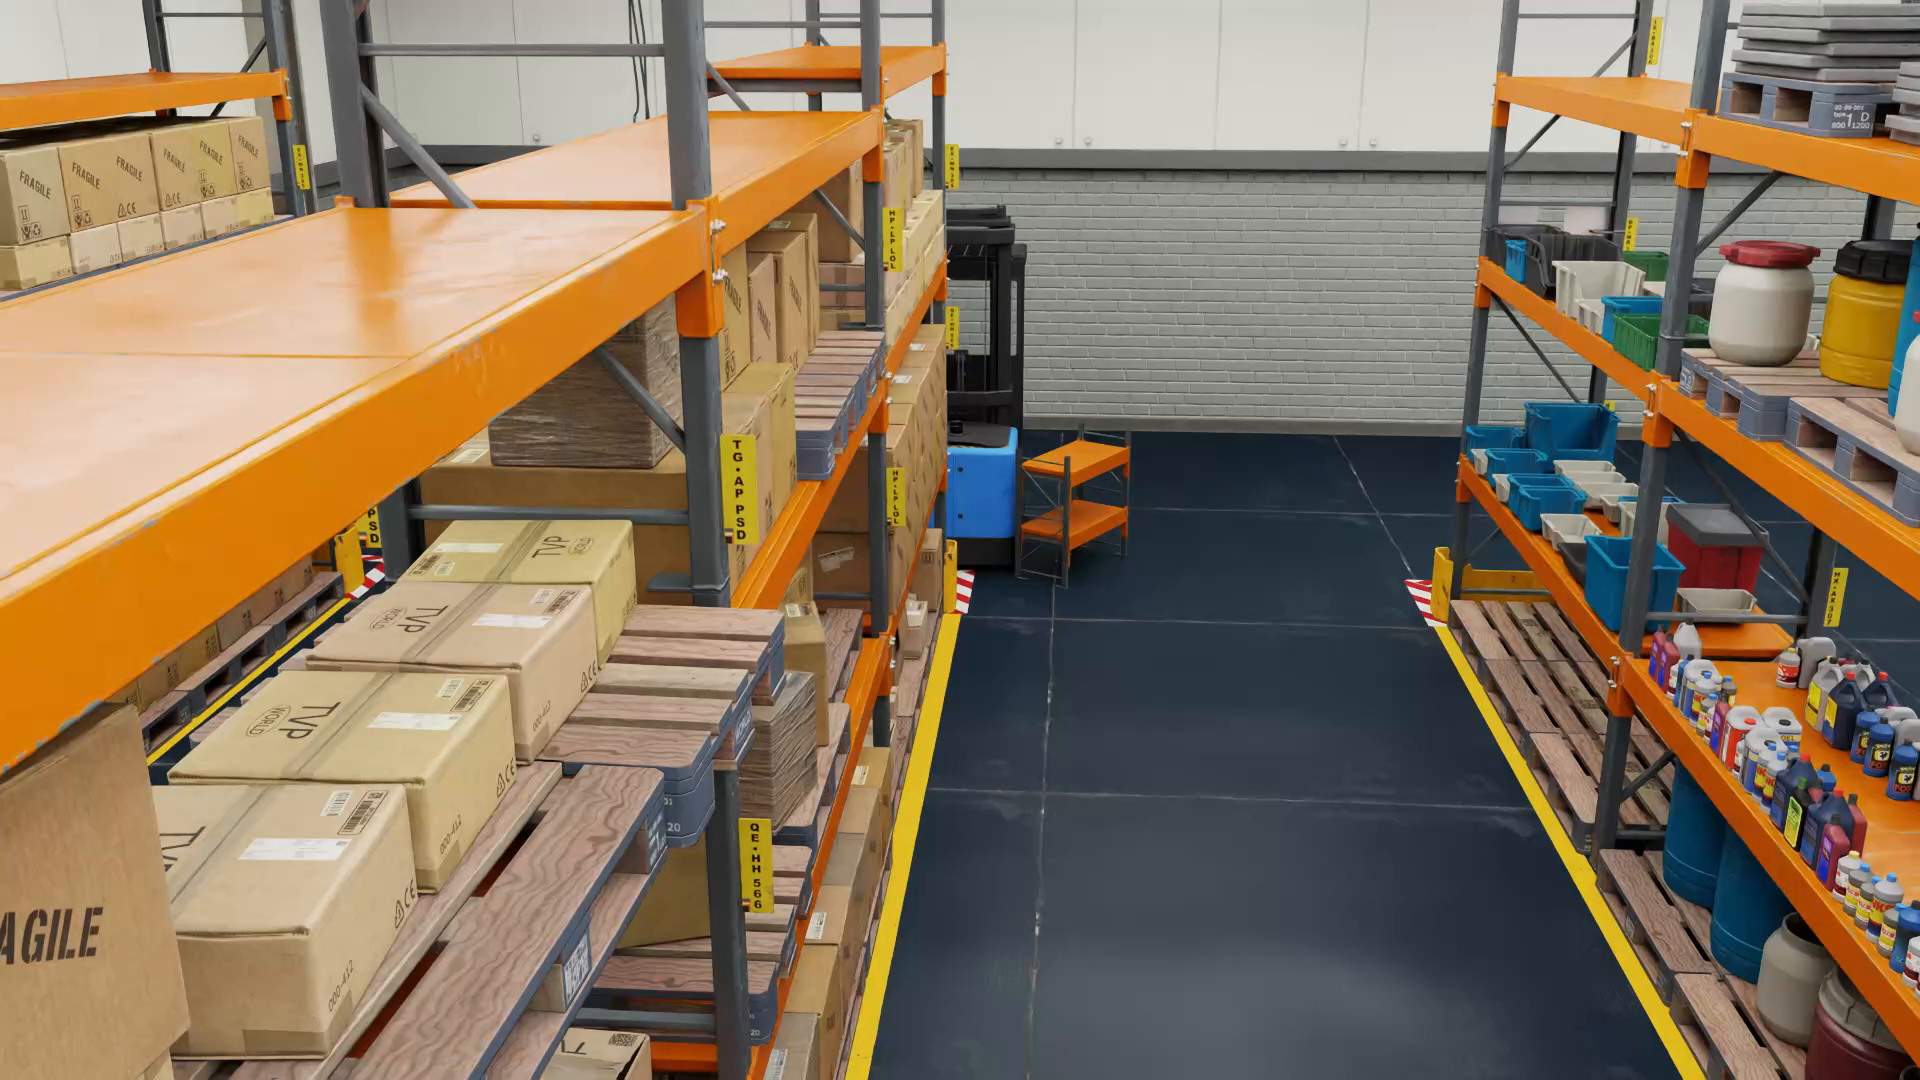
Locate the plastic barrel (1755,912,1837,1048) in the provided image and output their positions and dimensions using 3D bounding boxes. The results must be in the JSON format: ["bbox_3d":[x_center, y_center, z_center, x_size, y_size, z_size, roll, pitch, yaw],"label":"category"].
[{"bbox_3d":[3.806,1.965,7.430,0.421,0.512,0.421,0,18,0],"label":"plastic barrel"}]

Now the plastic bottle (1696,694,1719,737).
[{"bbox_3d":[3.561,0.829,7.894,0.097,0.201,0.097,0,18,0],"label":"plastic bottle"}]

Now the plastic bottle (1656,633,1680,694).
[{"bbox_3d":[3.581,0.622,8.396,0.061,0.283,0.133,1,18,4],"label":"plastic bottle"}]

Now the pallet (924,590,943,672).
[{"bbox_3d":[-0.673,0.663,12.562,1.003,0.211,1.213,1,18,4],"label":"pallet"}]

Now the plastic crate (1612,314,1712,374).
[{"bbox_3d":[3.771,-1.043,8.811,0.450,0.188,0.662,1,18,4],"label":"plastic crate"}]

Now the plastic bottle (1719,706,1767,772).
[{"bbox_3d":[3.563,0.902,7.552,0.152,0.276,0.135,1,18,4],"label":"plastic bottle"}]

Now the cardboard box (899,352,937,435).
[{"bbox_3d":[-0.437,-0.994,11.373,0.500,0.500,0.500,2,18,5],"label":"cardboard box"}]

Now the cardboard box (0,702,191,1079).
[{"bbox_3d":[-1.370,0.515,2.079,0.500,0.500,0.500,3,18,9],"label":"cardboard box"}]

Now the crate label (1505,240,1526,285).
[{"bbox_3d":[3.941,-1.897,11.318,0.408,0.251,0.502,1,18,4],"label":"crate label"}]

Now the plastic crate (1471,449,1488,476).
[{"bbox_3d":[3.878,-0.558,12.136,0.250,0.136,0.298,1,18,4],"label":"plastic crate"}]

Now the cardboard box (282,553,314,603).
[{"bbox_3d":[-5.503,0.165,12.943,0.700,0.500,0.500,1,18,4],"label":"cardboard box"}]

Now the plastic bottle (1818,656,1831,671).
[{"bbox_3d":[4.356,0.681,8.347,0.097,0.201,0.097,0,18,0],"label":"plastic bottle"}]

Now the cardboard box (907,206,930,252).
[{"bbox_3d":[-0.469,-2.050,10.982,0.500,0.250,0.500,1,18,4],"label":"cardboard box"}]

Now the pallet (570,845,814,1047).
[{"bbox_3d":[-1.206,1.430,6.050,1.213,0.211,1.003,1,18,4],"label":"pallet"}]

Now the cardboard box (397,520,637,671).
[{"bbox_3d":[-1.161,0.139,4.430,0.500,0.250,0.500,0,18,0],"label":"cardboard box"}]

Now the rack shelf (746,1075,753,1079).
[{"bbox_3d":[-1.328,2.514,3.589,1.077,0.370,4.000,1,18,4],"label":"rack shelf"}]

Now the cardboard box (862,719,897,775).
[{"bbox_3d":[-0.652,1.252,9.897,0.500,0.311,0.500,1,18,4],"label":"cardboard box"}]

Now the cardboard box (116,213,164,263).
[{"bbox_3d":[-5.446,-1.928,10.579,0.500,0.250,0.500,1,18,2],"label":"cardboard box"}]

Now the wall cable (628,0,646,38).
[{"bbox_3d":[-2.092,-6.507,17.204,3.097,2.526,0.112,1,18,4],"label":"wall cable"}]

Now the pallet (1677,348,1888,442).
[{"bbox_3d":[4.084,-0.670,7.636,1.213,0.211,1.003,1,18,4],"label":"pallet"}]

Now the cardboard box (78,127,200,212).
[{"bbox_3d":[-5.408,-2.450,10.967,0.500,0.500,0.500,0,18,1],"label":"cardboard box"}]

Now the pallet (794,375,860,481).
[{"bbox_3d":[-1.086,-0.504,7.130,1.213,0.211,1.003,1,18,4],"label":"pallet"}]

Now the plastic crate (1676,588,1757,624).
[{"bbox_3d":[4.218,0.376,9.286,0.396,0.136,0.243,1,18,4],"label":"plastic crate"}]

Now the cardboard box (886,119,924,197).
[{"bbox_3d":[-0.632,-2.722,11.829,0.700,0.500,0.500,1,18,4],"label":"cardboard box"}]

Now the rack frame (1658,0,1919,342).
[{"bbox_3d":[4.043,-2.431,7.889,1.000,3.000,0.127,1,18,4],"label":"rack frame"}]

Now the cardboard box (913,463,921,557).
[{"bbox_3d":[-0.518,-0.206,10.572,0.500,0.500,0.500,1,18,4],"label":"cardboard box"}]

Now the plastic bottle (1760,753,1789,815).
[{"bbox_3d":[3.504,1.042,7.132,0.097,0.271,0.097,0,18,0],"label":"plastic bottle"}]

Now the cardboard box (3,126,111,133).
[{"bbox_3d":[-5.926,-2.459,10.994,0.500,0.500,0.500,1,18,4],"label":"cardboard box"}]

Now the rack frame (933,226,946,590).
[{"bbox_3d":[-0.611,-0.934,12.955,1.000,3.000,0.127,1,18,4],"label":"rack frame"}]

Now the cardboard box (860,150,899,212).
[{"bbox_3d":[-0.724,-1.943,9.453,0.700,0.500,0.500,1,18,4],"label":"cardboard box"}]

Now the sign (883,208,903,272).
[{"bbox_3d":[-0.344,-1.538,8.521,0.100,0.325,0.005,1,18,4],"label":"sign"}]

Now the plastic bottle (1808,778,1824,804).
[{"bbox_3d":[3.525,1.130,6.843,0.061,0.283,0.133,1,18,4],"label":"plastic bottle"}]

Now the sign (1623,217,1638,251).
[{"bbox_3d":[4.879,-2.190,12.141,0.100,0.325,0.005,1,18,4],"label":"sign"}]

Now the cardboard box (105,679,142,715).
[{"bbox_3d":[-5.683,0.958,10.524,0.700,0.500,0.500,2,18,5],"label":"cardboard box"}]

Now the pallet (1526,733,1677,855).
[{"bbox_3d":[4.057,1.516,9.957,1.003,0.211,1.213,1,18,4],"label":"pallet"}]

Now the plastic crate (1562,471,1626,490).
[{"bbox_3d":[4.416,-0.378,11.587,0.396,0.136,0.243,1,18,4],"label":"plastic crate"}]

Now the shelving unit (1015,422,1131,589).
[{"bbox_3d":[0.959,-0.310,14.061,0.538,1.125,1.048,12,22,32],"label":"shelving unit"}]

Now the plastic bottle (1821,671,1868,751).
[{"bbox_3d":[4.146,0.791,7.772,0.144,0.351,0.185,1,18,4],"label":"plastic bottle"}]

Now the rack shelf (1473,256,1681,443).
[{"bbox_3d":[4.186,-1.284,10.364,1.077,0.370,4.000,1,18,4],"label":"rack shelf"}]

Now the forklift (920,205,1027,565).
[{"bbox_3d":[0.040,-1.589,15.064,1.130,2.935,3.031,1,18,3],"label":"forklift"}]

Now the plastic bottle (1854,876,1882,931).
[{"bbox_3d":[3.437,1.364,6.263,0.097,0.201,0.097,0,18,0],"label":"plastic bottle"}]

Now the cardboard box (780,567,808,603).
[{"bbox_3d":[-1.141,0.419,7.993,0.700,0.500,0.500,4,19,13],"label":"cardboard box"}]

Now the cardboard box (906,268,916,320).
[{"bbox_3d":[-0.539,-1.502,10.112,0.500,0.250,0.500,1,18,4],"label":"cardboard box"}]

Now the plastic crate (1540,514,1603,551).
[{"bbox_3d":[3.868,-0.030,10.526,0.293,0.136,0.466,1,18,4],"label":"plastic crate"}]

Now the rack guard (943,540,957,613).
[{"bbox_3d":[-0.617,0.278,13.273,1.175,0.500,0.348,1,18,4],"label":"rack guard"}]

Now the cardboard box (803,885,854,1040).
[{"bbox_3d":[-0.762,1.914,7.572,0.500,0.500,0.500,1,18,2],"label":"cardboard box"}]

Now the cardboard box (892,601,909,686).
[{"bbox_3d":[-0.768,0.702,11.265,0.797,0.503,0.637,1,18,4],"label":"cardboard box"}]

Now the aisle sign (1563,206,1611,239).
[{"bbox_3d":[4.627,-2.073,12.258,0.394,0.787,0.004,1,18,4],"label":"aisle sign"}]

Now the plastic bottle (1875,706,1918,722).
[{"bbox_3d":[4.274,0.879,7.622,0.152,0.276,0.135,1,18,4],"label":"plastic bottle"}]

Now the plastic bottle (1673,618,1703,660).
[{"bbox_3d":[3.691,0.558,8.481,0.144,0.351,0.185,1,18,4],"label":"plastic bottle"}]

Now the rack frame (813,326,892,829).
[{"bbox_3d":[-0.898,0.309,9.164,1.000,3.000,0.127,1,18,4],"label":"rack frame"}]

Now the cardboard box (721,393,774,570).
[{"bbox_3d":[-1.150,-0.217,5.789,0.910,0.500,0.500,1,18,4],"label":"cardboard box"}]

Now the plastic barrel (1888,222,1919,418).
[{"bbox_3d":[4.073,-0.909,6.584,0.600,0.901,0.708,1,18,4],"label":"plastic barrel"}]

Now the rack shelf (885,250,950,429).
[{"bbox_3d":[-0.754,-1.396,10.705,1.077,0.370,4.000,1,18,4],"label":"rack shelf"}]
